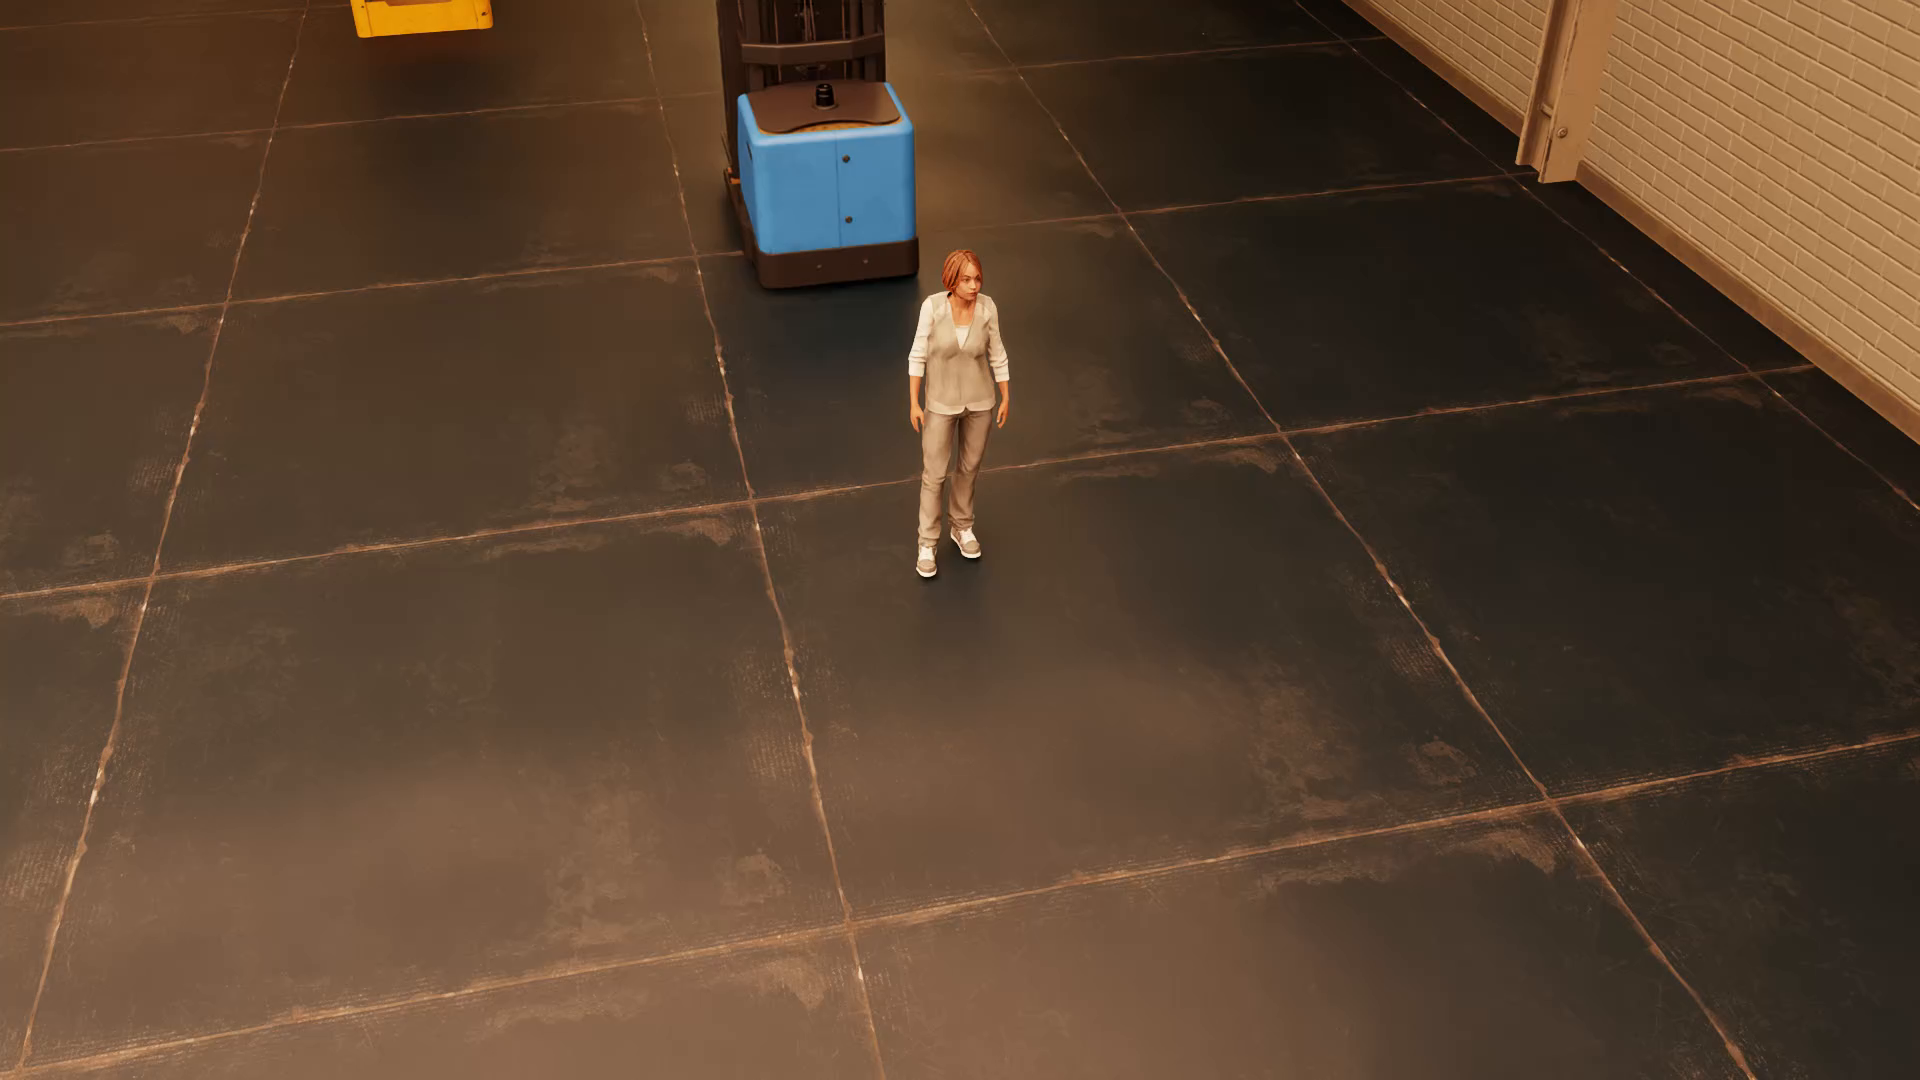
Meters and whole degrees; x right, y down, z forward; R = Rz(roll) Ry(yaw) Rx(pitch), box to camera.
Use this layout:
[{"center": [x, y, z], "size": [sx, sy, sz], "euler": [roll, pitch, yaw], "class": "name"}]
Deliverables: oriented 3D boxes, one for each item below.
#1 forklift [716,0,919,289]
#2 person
[{"center": [-1.100, -3.663, 11.140], "size": [1.130, 2.935, 3.031], "euler": [-8, 36, -11], "class": "forklift"}, {"center": [0.003, -0.611, 8.028], "size": [0.520, 1.597, 0.475], "euler": [-8, 36, -11], "class": "person"}]
